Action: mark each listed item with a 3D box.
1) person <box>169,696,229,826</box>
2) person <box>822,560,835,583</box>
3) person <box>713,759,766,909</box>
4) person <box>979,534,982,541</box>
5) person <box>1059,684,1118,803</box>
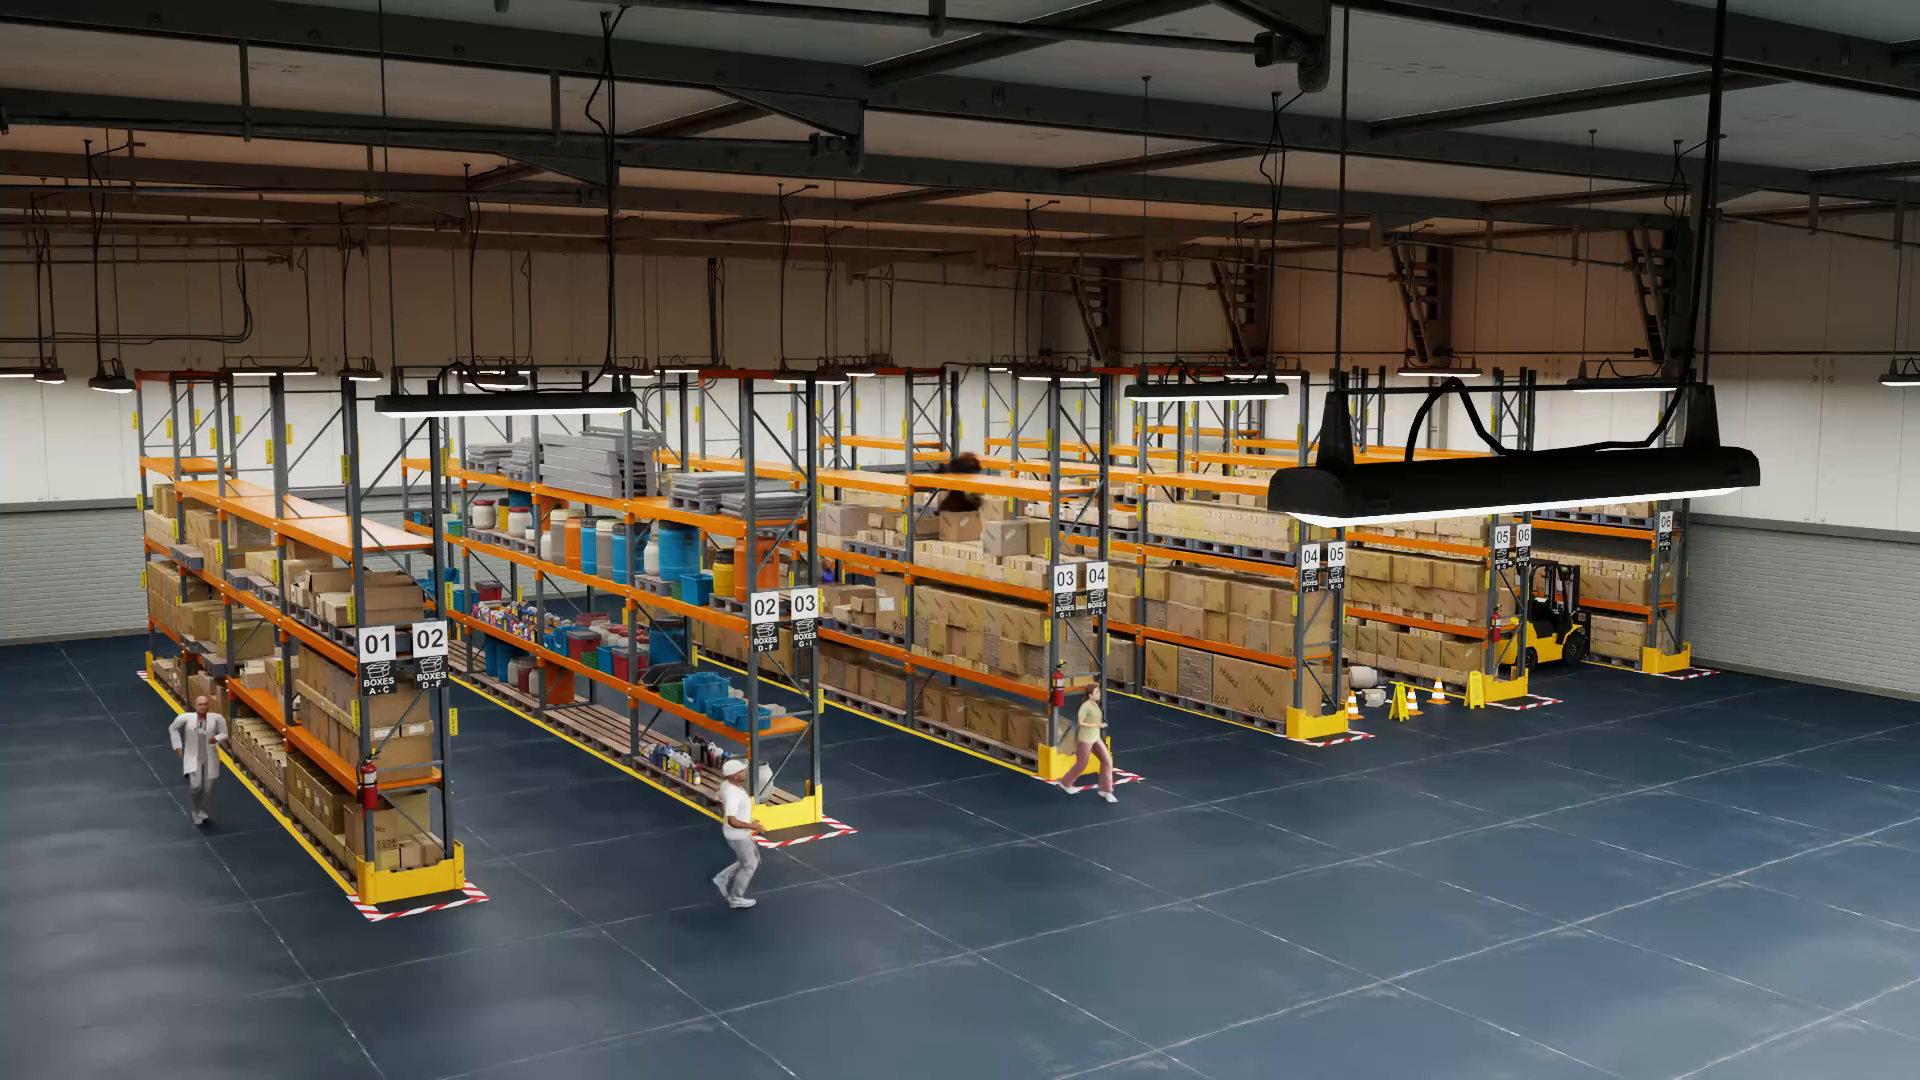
[{"bbox_3d":[-10.158,2.951,22.265,0.691,1.762,0.799,-4,8,-33],"label":"person"},{"bbox_3d":[-3.043,1.256,38.032,0.582,1.618,0.578,-5,8,-39],"label":"person"},{"bbox_3d":[-2.523,3.341,18.949,0.600,1.719,0.695,-1,7,-10],"label":"person"},{"bbox_3d":[0.385,0.412,44.634,0.746,1.763,0.702,-2,7,-16],"label":"person"},{"bbox_3d":[1.800,2.858,23.522,0.887,1.692,0.600,4,8,32],"label":"person"}]
